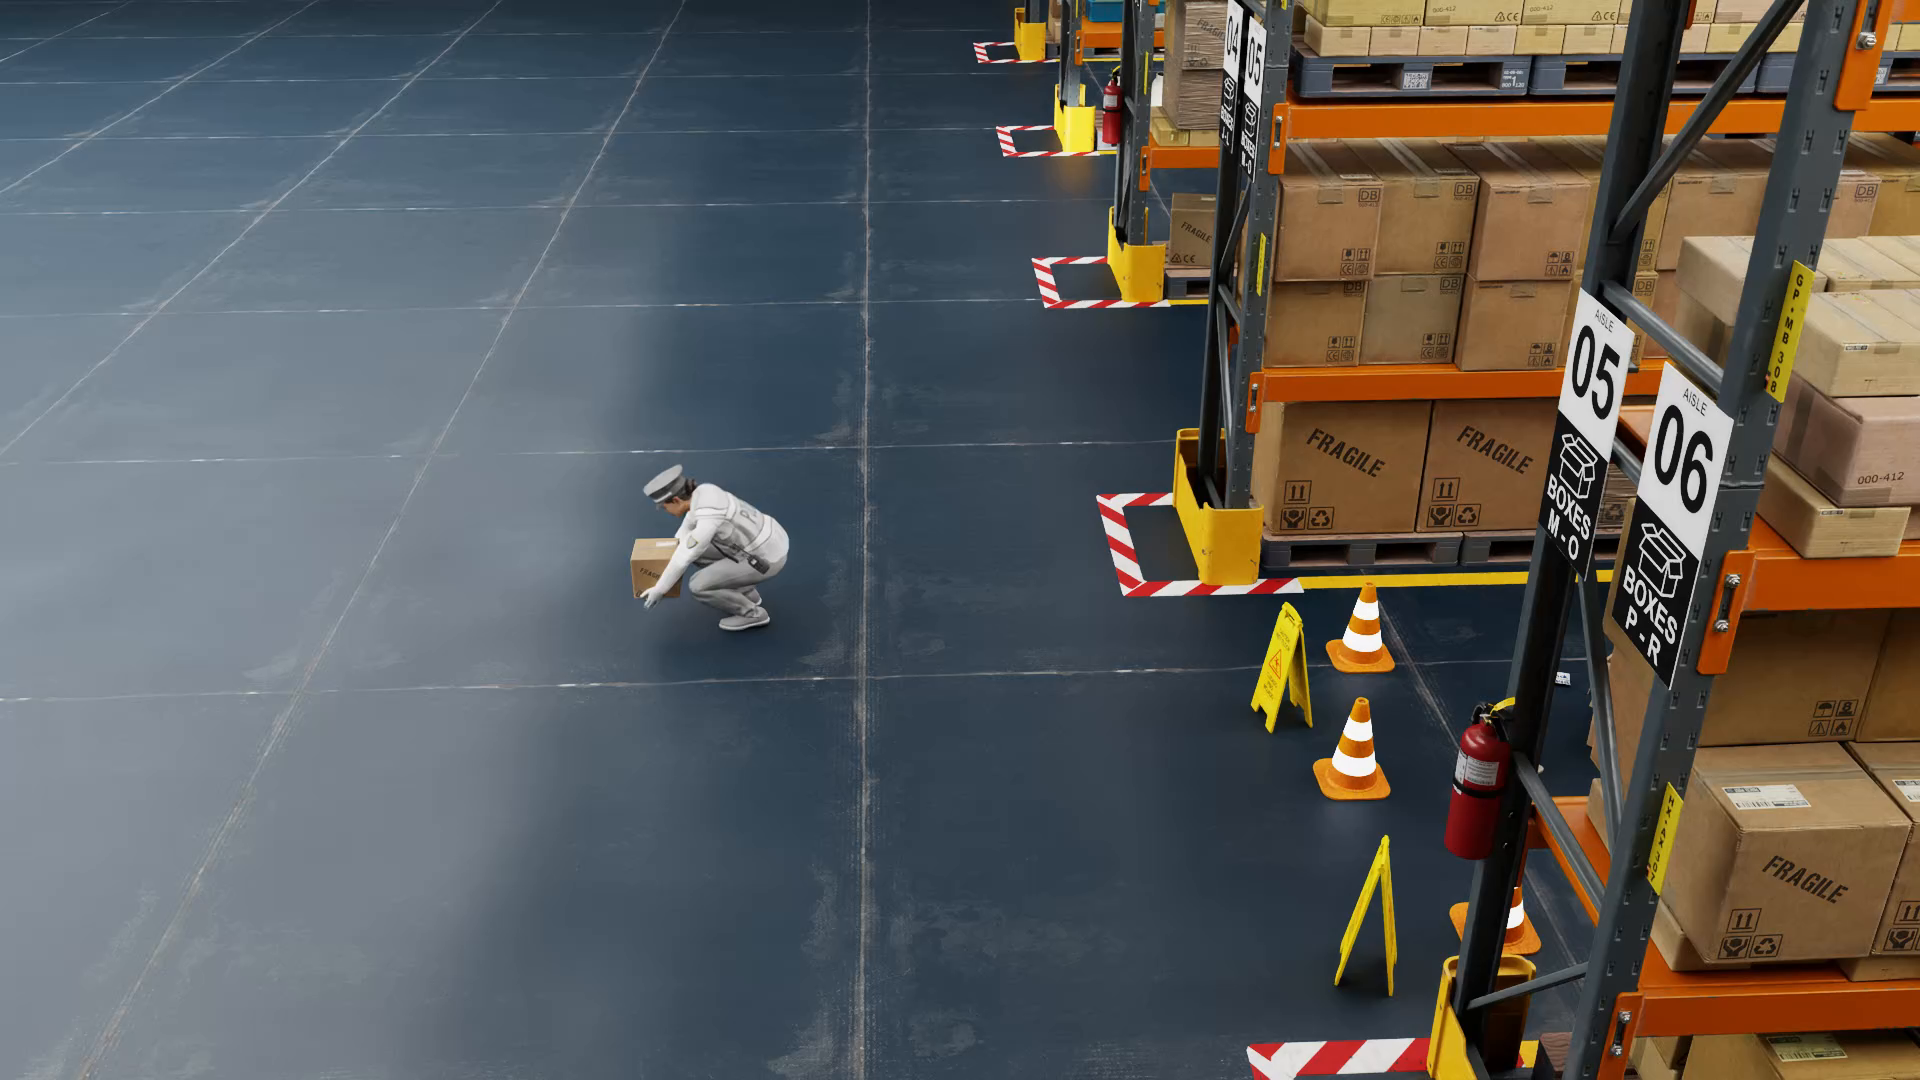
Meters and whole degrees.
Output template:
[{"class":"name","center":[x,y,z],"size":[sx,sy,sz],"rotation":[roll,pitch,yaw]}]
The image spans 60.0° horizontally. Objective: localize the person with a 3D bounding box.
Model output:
[{"class":"person","center":[-1.382,0.015,9.346],"size":[0.840,0.978,0.464],"rotation":[-2,28,-4]}]
